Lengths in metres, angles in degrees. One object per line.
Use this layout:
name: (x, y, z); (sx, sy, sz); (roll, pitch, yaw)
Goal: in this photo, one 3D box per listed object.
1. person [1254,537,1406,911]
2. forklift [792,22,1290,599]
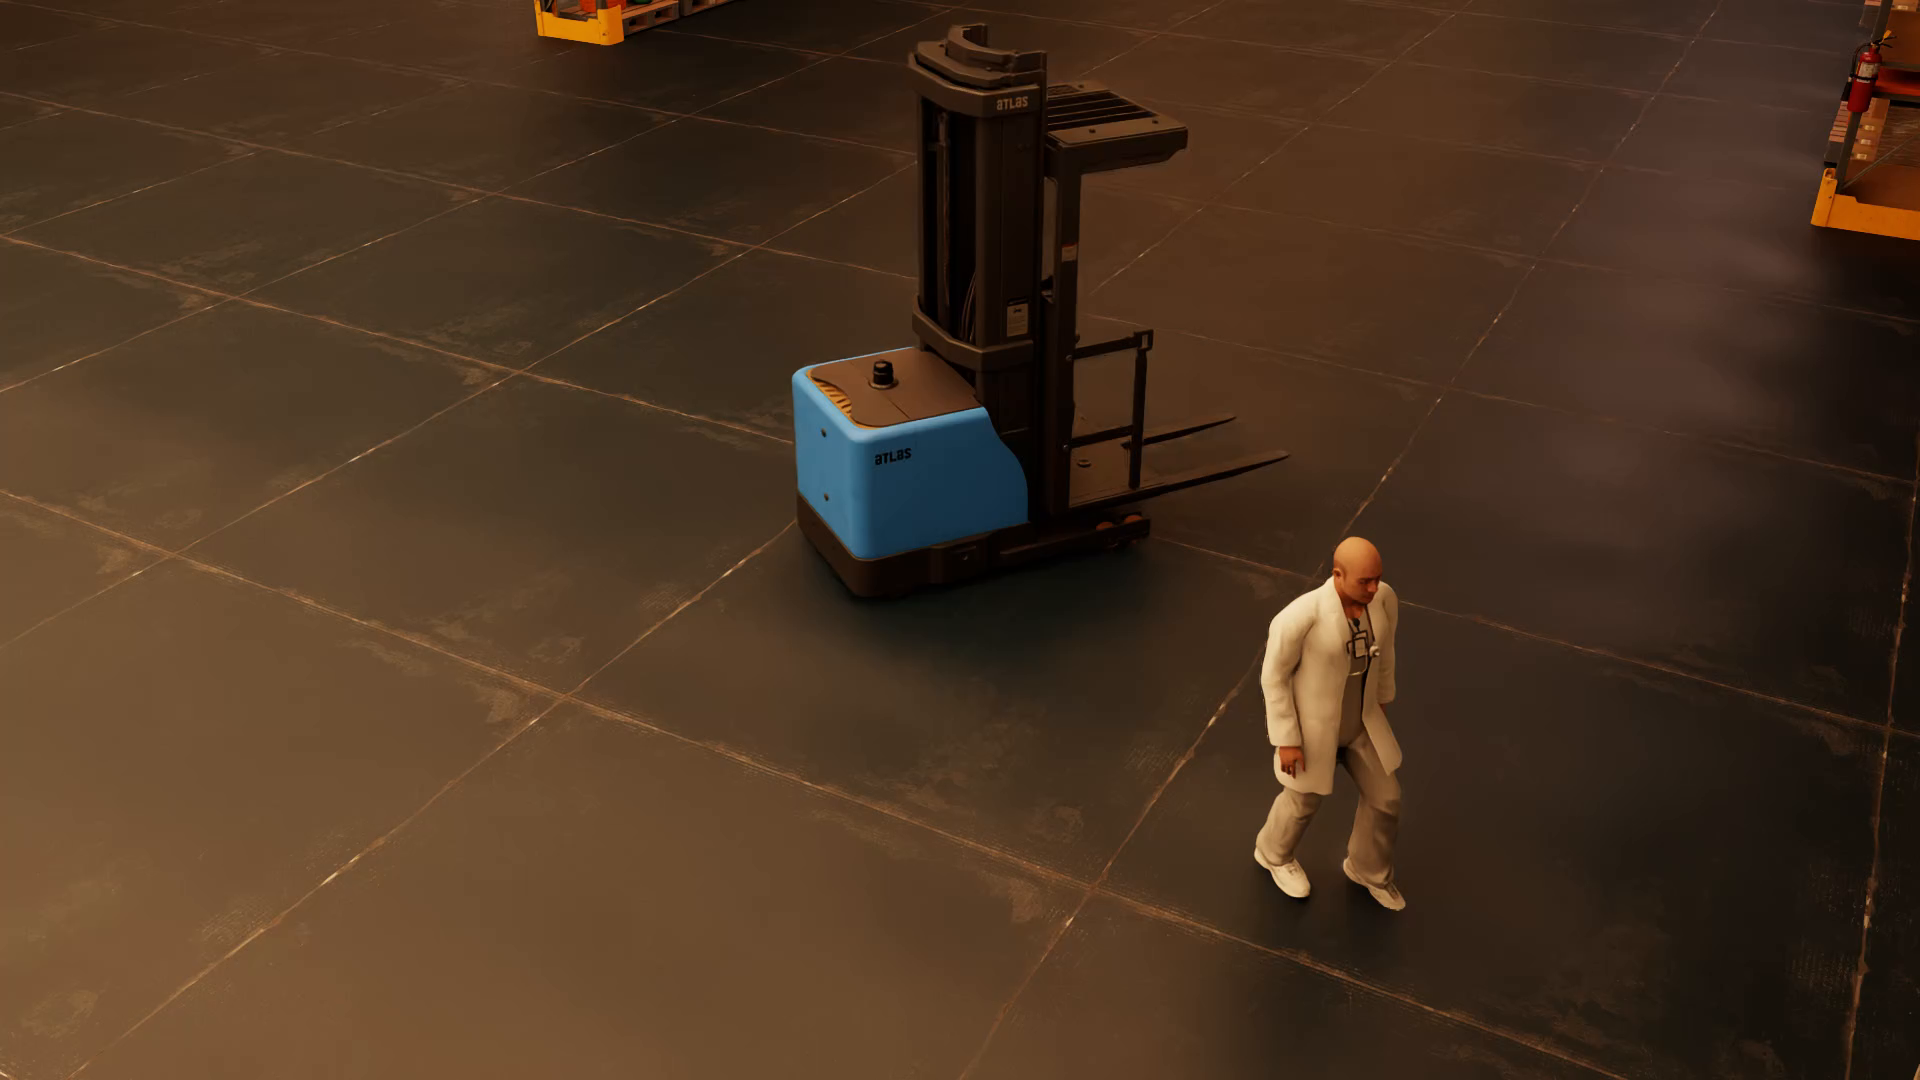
person: (1.573, 0.800, 6.924); (0.691, 1.824, 0.618); (-13, 32, -21)
forklift: (0.574, -1.433, 9.554); (3.031, 2.935, 1.130); (-14, 33, -22)
